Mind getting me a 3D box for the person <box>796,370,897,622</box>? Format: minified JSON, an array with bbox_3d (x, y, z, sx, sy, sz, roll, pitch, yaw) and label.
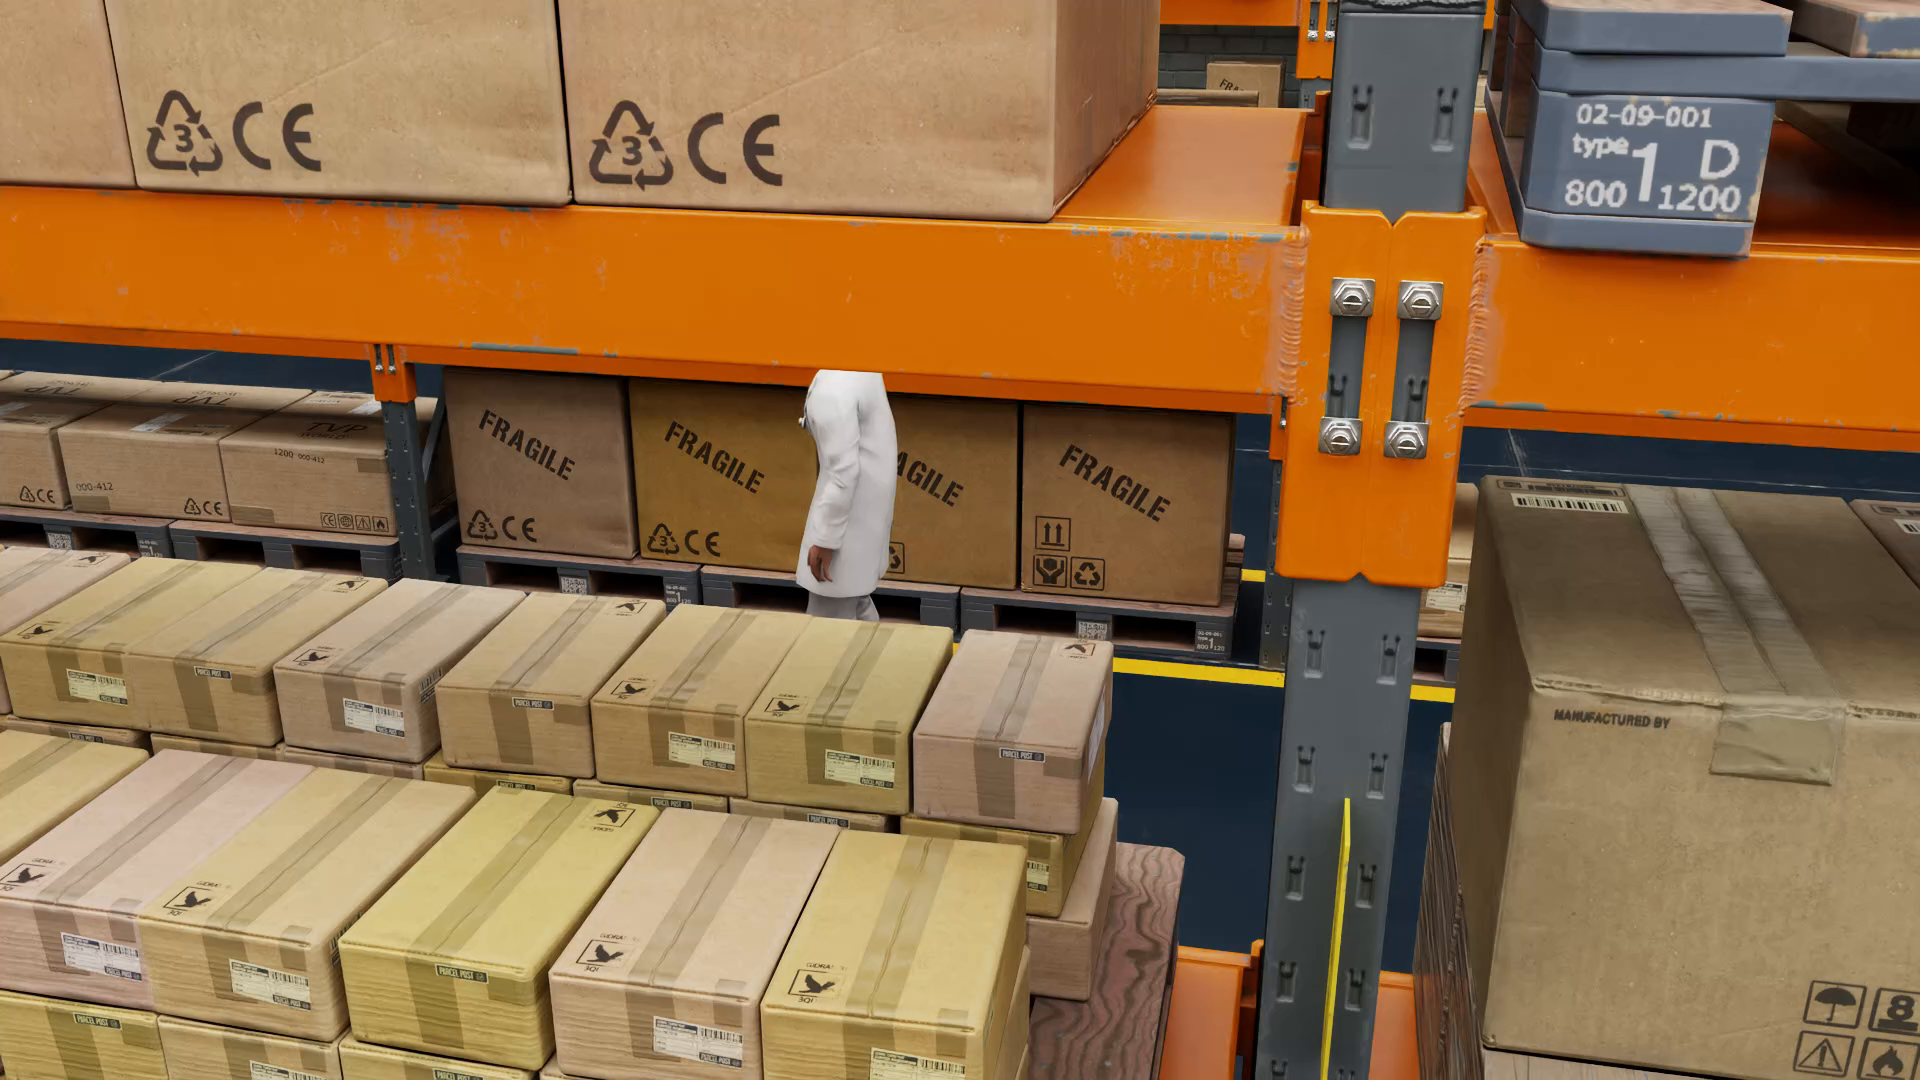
[{"bbox_3d":[-0.451,-0.072,6.292,0.429,1.772,0.649,3,21,8],"label":"person"}]
